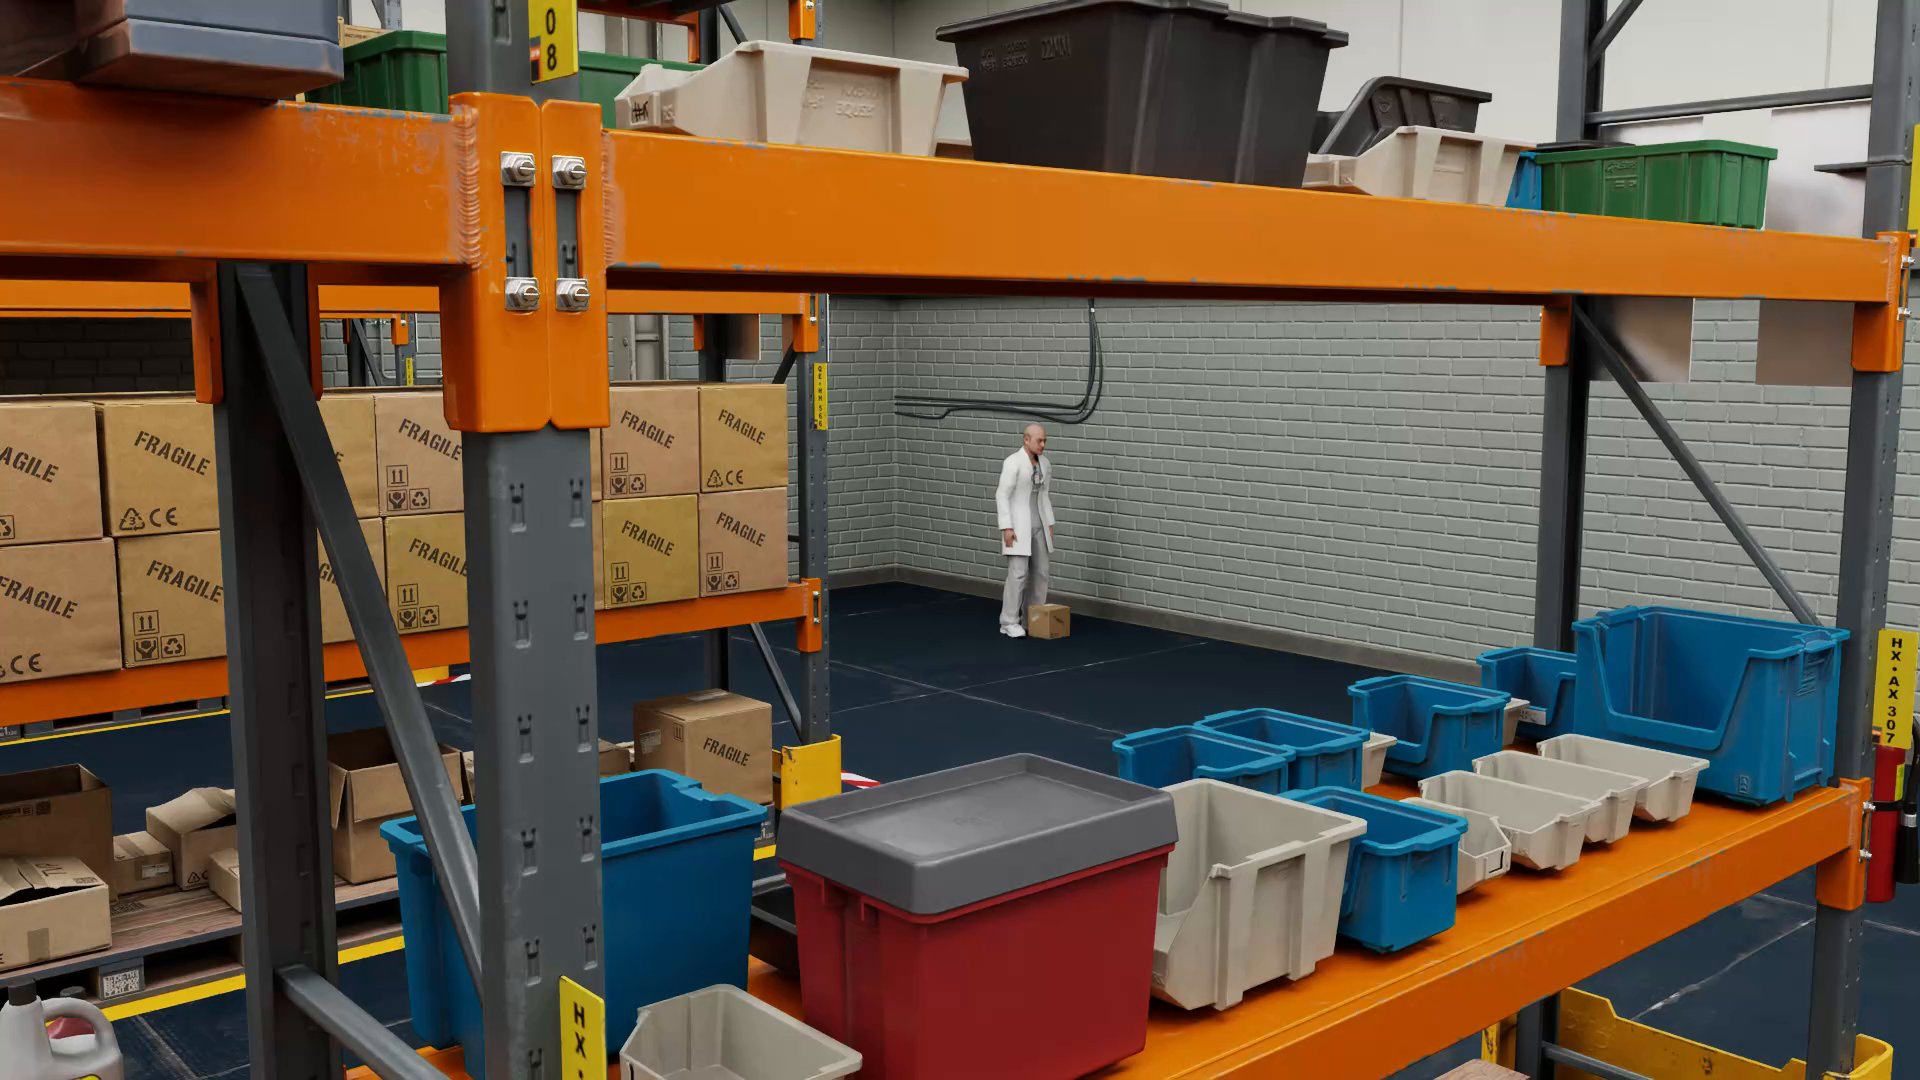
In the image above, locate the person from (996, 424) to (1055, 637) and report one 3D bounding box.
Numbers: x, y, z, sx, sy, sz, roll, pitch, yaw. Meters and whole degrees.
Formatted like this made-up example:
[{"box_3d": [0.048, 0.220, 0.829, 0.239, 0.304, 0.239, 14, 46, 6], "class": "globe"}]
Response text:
[{"box_3d": [0.576, -0.093, 14.070, 0.643, 1.772, 0.433, -7, 10, -44], "class": "person"}]
